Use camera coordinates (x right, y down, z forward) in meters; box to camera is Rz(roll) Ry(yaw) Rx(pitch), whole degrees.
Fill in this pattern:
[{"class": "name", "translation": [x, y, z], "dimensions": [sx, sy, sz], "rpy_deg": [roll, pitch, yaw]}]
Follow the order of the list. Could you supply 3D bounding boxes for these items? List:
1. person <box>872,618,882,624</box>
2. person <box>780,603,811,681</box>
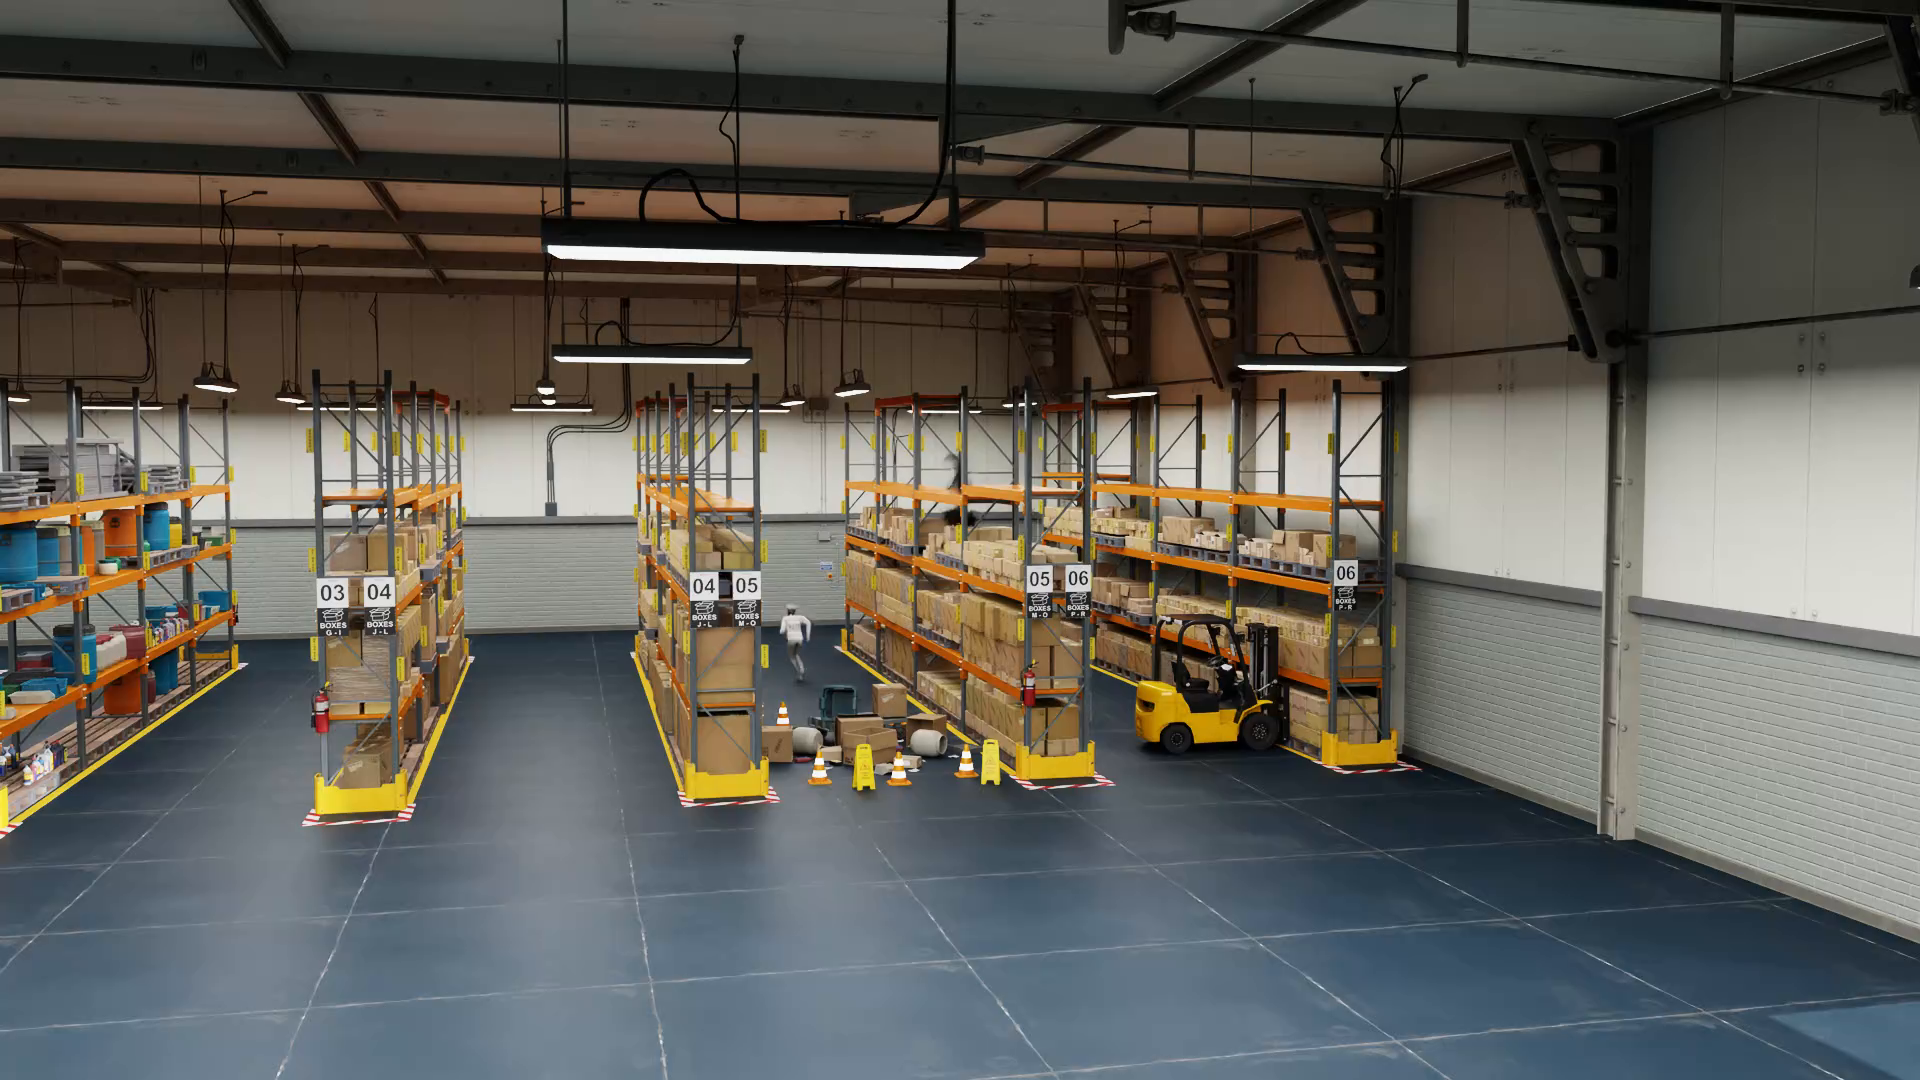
[{"class": "person", "translation": [-1.931, 1.747, 41.473], "dimensions": [0.669, 1.758, 0.697], "rpy_deg": [1, 3, 16]}, {"class": "person", "translation": [-3.524, 2.155, 35.307], "dimensions": [0.602, 1.588, 0.672], "rpy_deg": [-2, 4, -30]}]
